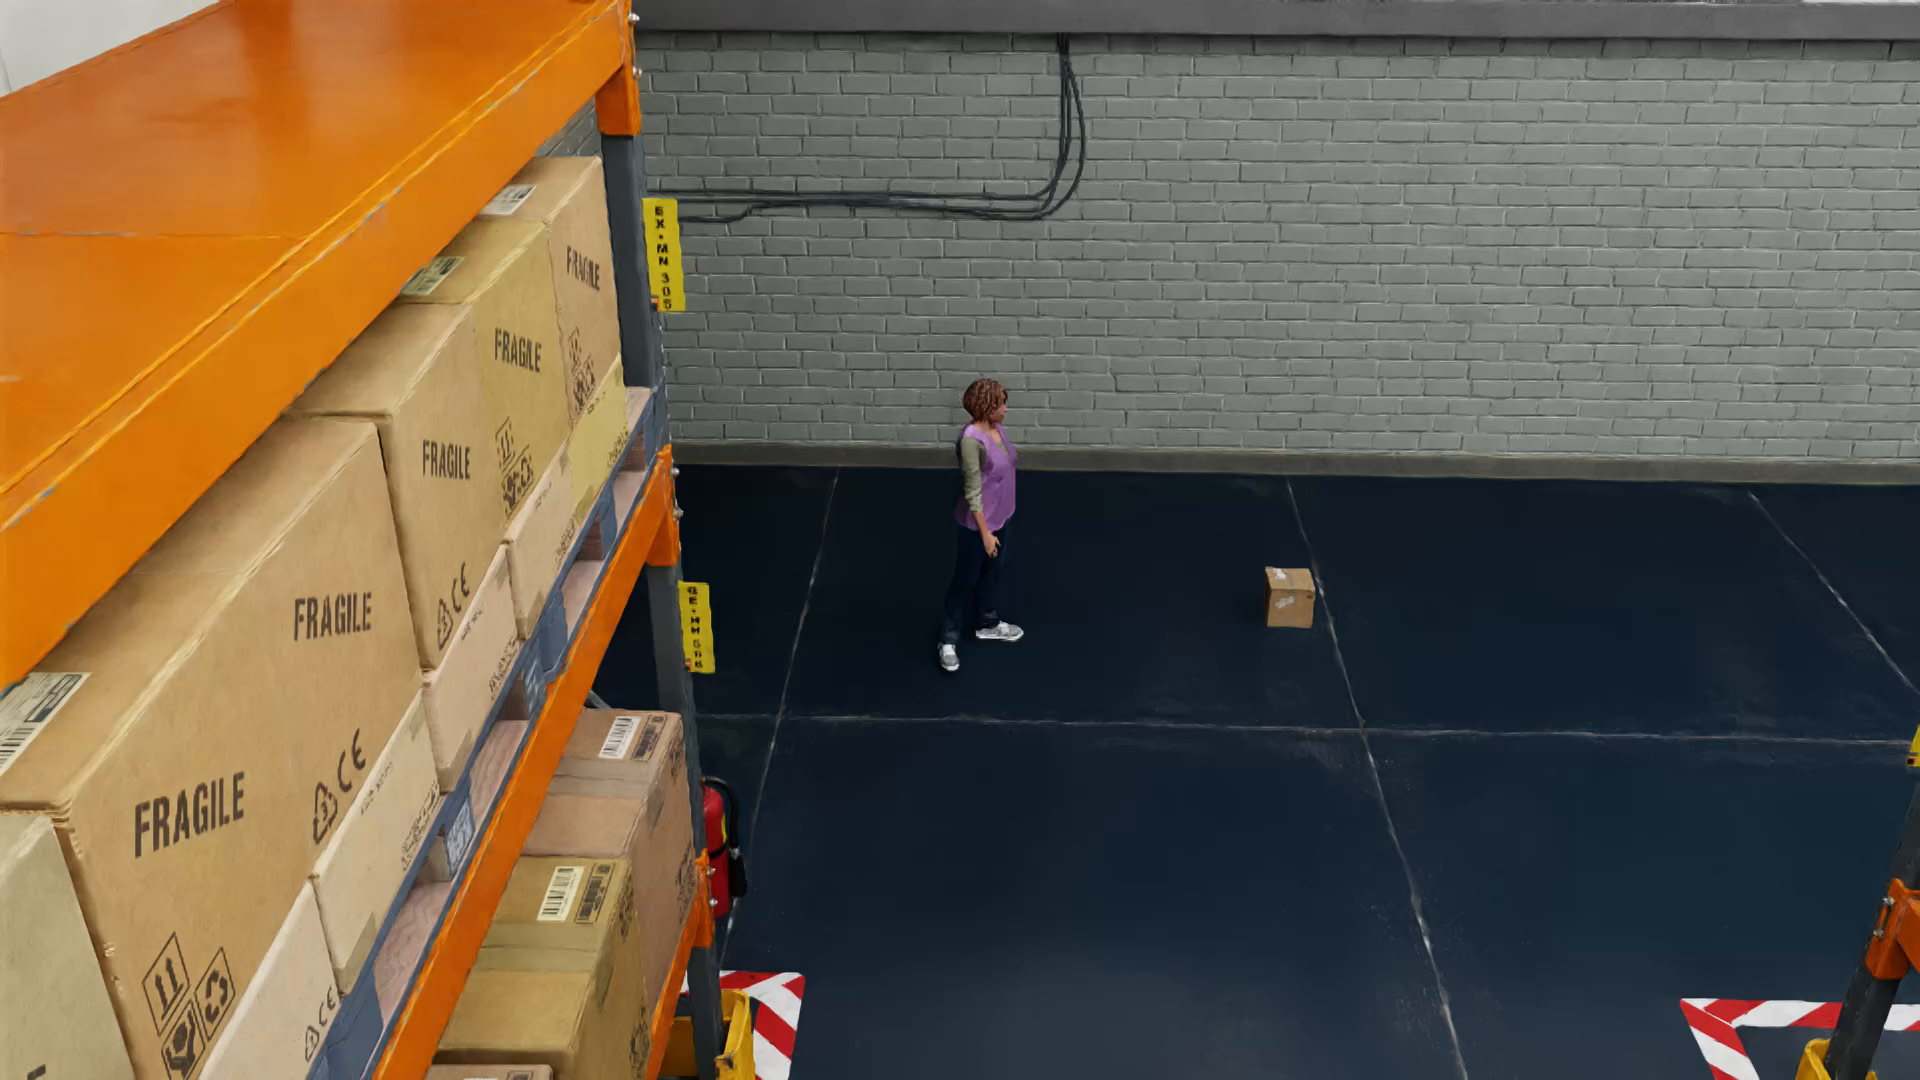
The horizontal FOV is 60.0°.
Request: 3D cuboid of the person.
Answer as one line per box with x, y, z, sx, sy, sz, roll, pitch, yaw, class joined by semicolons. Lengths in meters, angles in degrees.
0.087;-0.090;8.777;0.378;1.604;0.549;12;31;21;person
